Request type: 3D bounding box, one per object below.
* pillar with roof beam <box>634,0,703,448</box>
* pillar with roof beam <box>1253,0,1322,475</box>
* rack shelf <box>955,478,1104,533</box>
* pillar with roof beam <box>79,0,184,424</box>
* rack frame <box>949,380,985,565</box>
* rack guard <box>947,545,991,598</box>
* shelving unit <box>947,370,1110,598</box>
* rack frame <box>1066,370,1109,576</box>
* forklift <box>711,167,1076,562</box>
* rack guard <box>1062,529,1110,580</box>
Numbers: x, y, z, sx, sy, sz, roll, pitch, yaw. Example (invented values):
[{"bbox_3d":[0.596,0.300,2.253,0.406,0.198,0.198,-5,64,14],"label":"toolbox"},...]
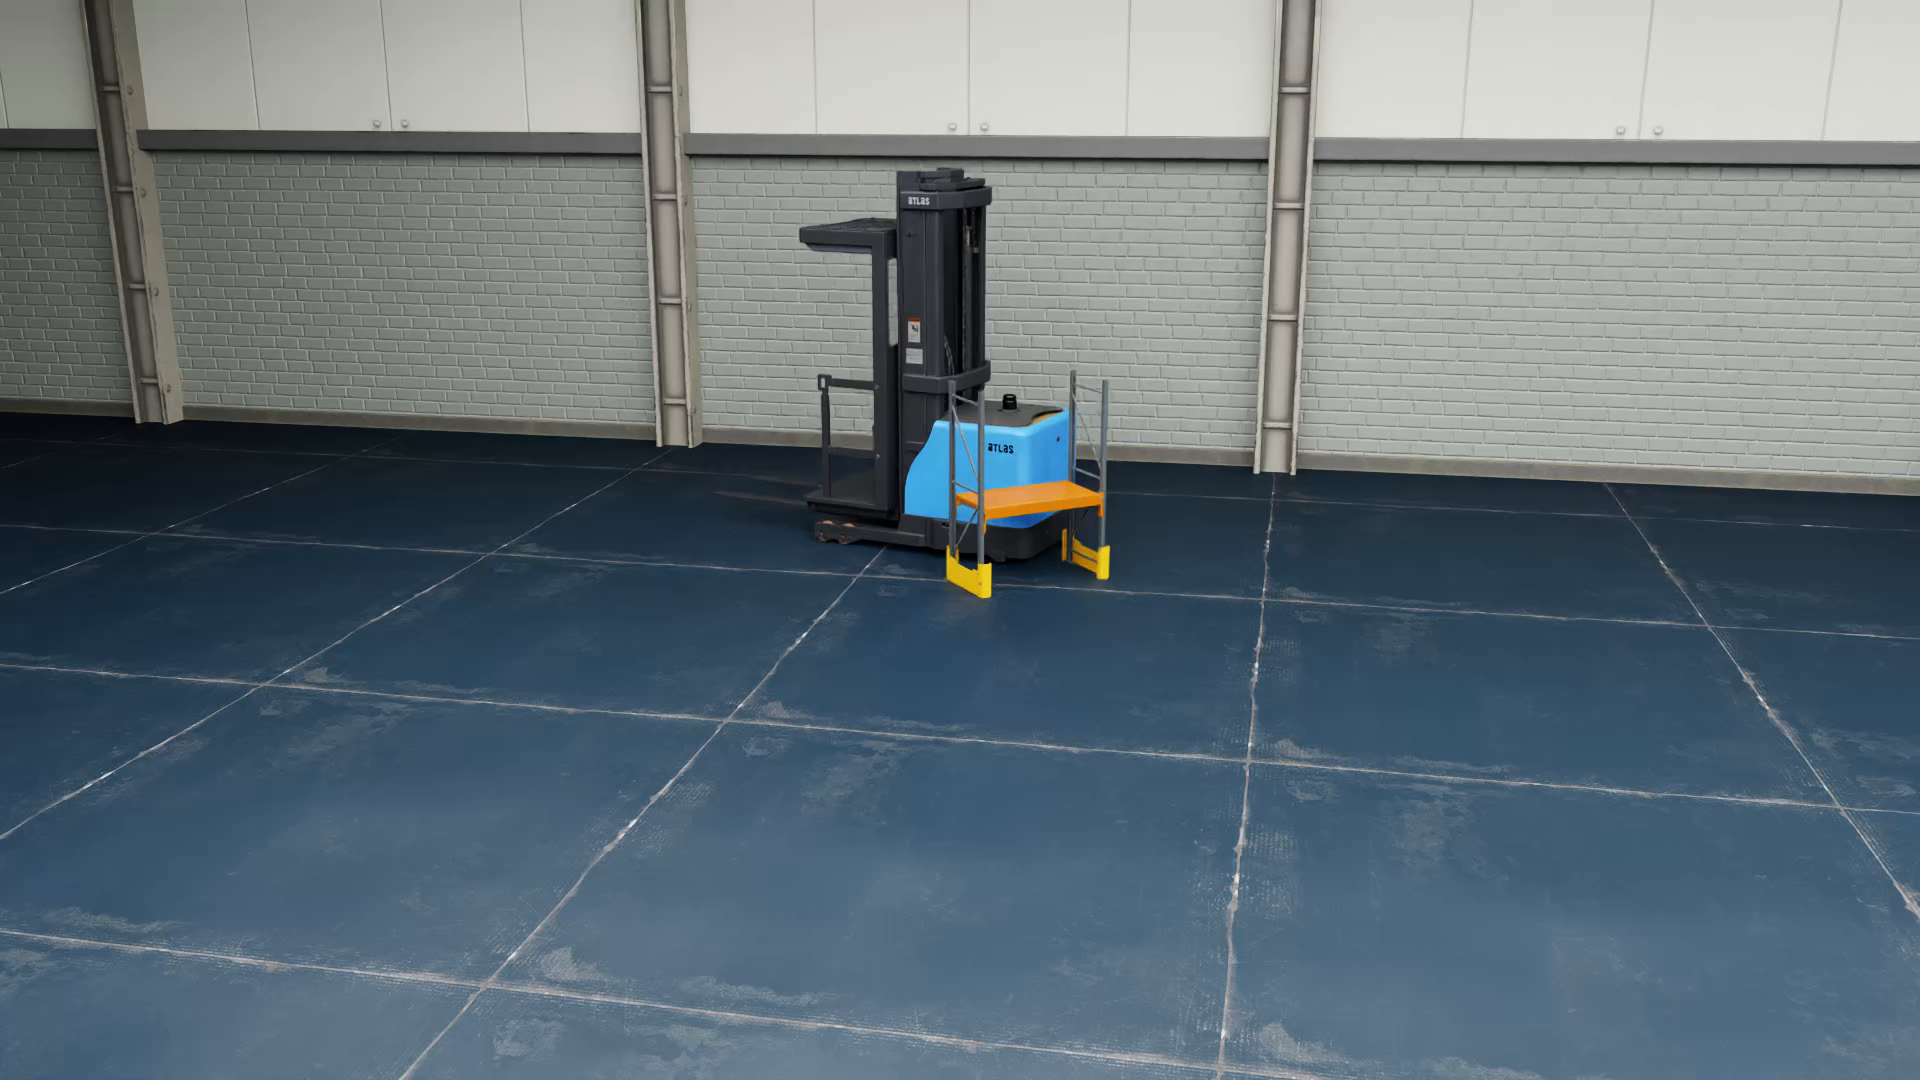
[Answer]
[{"bbox_3d":[-3.727,-4.195,11.779,0.400,9.000,9.100,3,16,11],"label":"pillar with roof beam"},{"bbox_3d":[2.153,-3.876,10.627,0.400,9.000,9.100,3,16,11],"label":"pillar with roof beam"},{"bbox_3d":[0.499,-0.262,12.301,1.000,0.185,0.538,-8,17,-26],"label":"rack shelf"},{"bbox_3d":[-9.607,-4.514,12.931,0.400,9.000,9.100,3,16,11],"label":"pillar with roof beam"},{"bbox_3d":[0.046,-0.373,12.031,0.032,1.500,0.500,-8,17,-26],"label":"rack frame"},{"bbox_3d":[0.064,0.226,12.206,0.087,0.250,0.587,-8,17,-26],"label":"rack guard"},{"bbox_3d":[0.507,-0.436,12.257,1.083,1.500,0.587,-8,17,-26],"label":"shelving unit"},{"bbox_3d":[0.952,-0.497,12.476,0.032,1.500,0.500,-8,17,-26],"label":"rack frame"},{"bbox_3d":[-0.609,-1.494,13.396,3.031,2.935,1.130,8,17,26],"label":"forklift"},{"bbox_3d":[0.951,0.106,12.642,0.087,0.250,0.587,-8,17,-26],"label":"rack guard"}]
